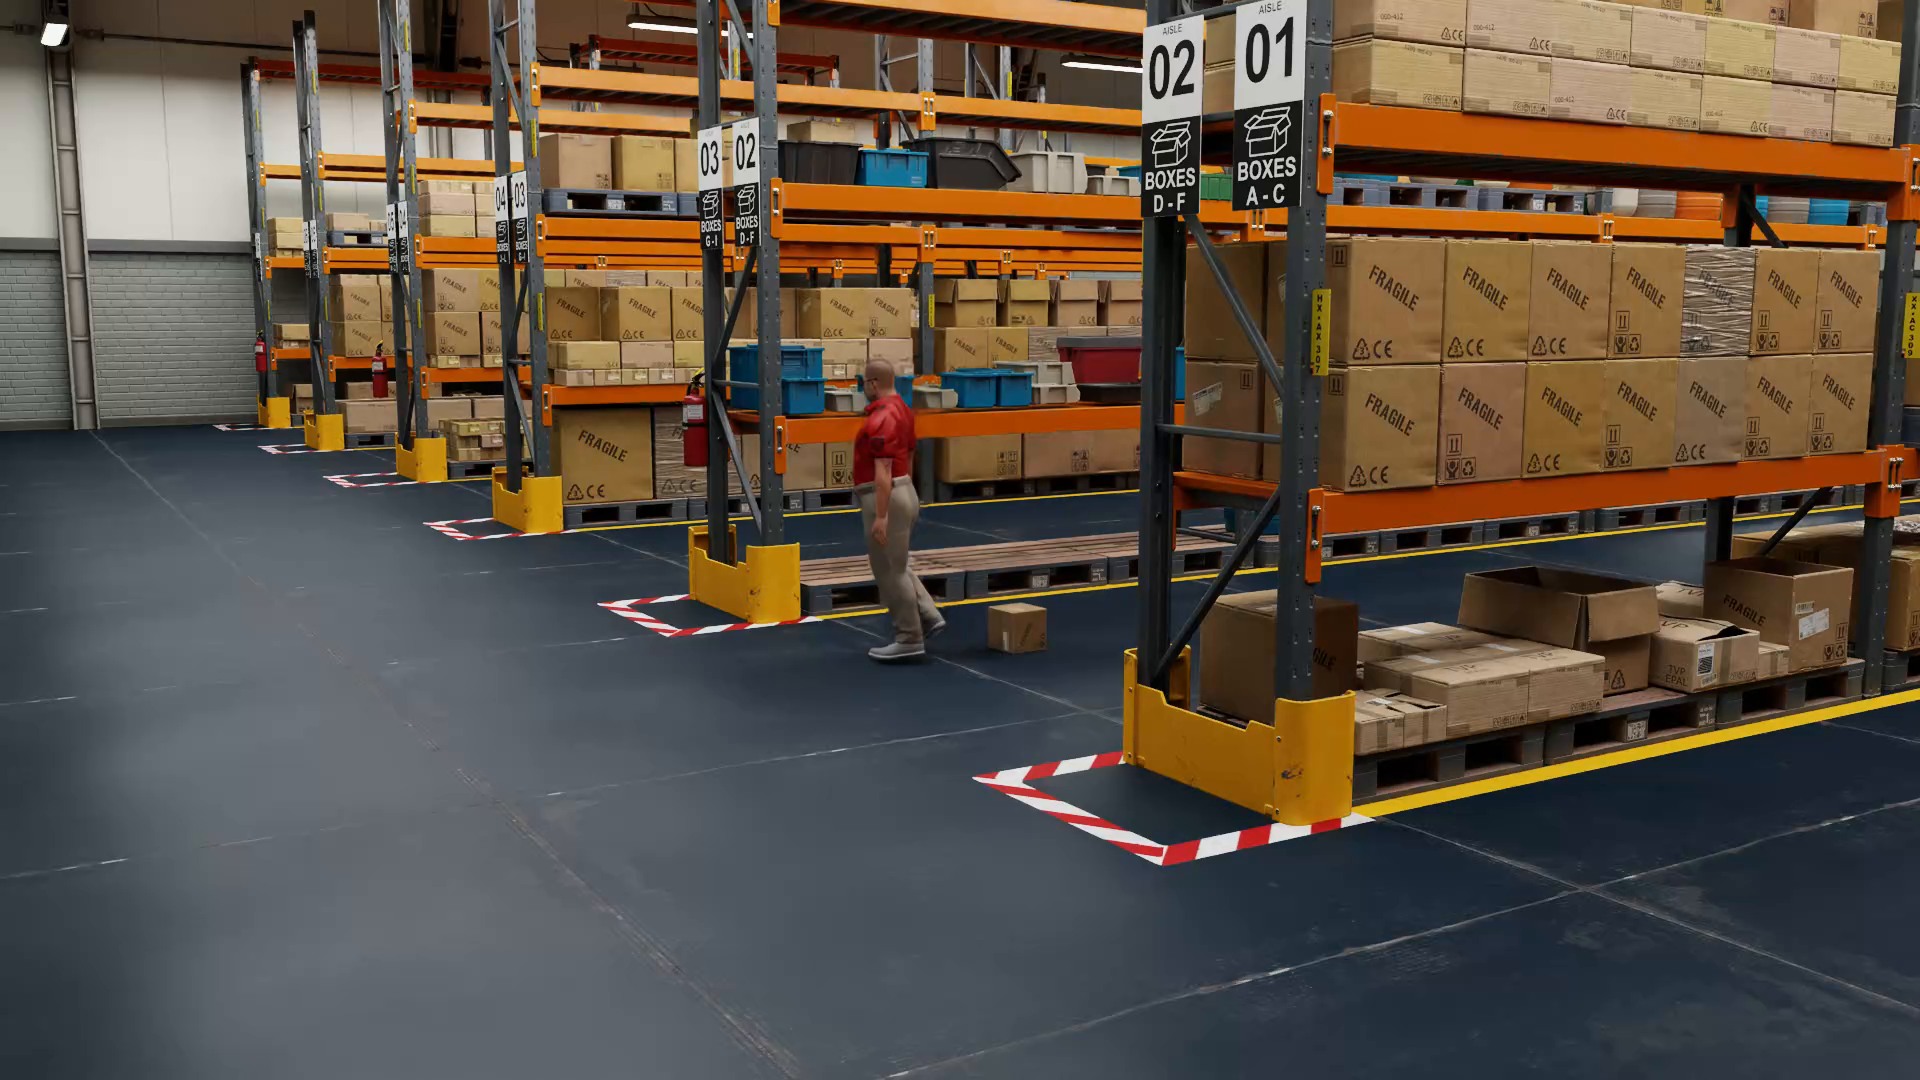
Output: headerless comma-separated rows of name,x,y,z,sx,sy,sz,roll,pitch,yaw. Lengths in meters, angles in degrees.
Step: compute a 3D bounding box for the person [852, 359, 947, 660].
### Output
person,-0.354,-0.181,9.563,0.503,1.716,0.676,2,8,13
